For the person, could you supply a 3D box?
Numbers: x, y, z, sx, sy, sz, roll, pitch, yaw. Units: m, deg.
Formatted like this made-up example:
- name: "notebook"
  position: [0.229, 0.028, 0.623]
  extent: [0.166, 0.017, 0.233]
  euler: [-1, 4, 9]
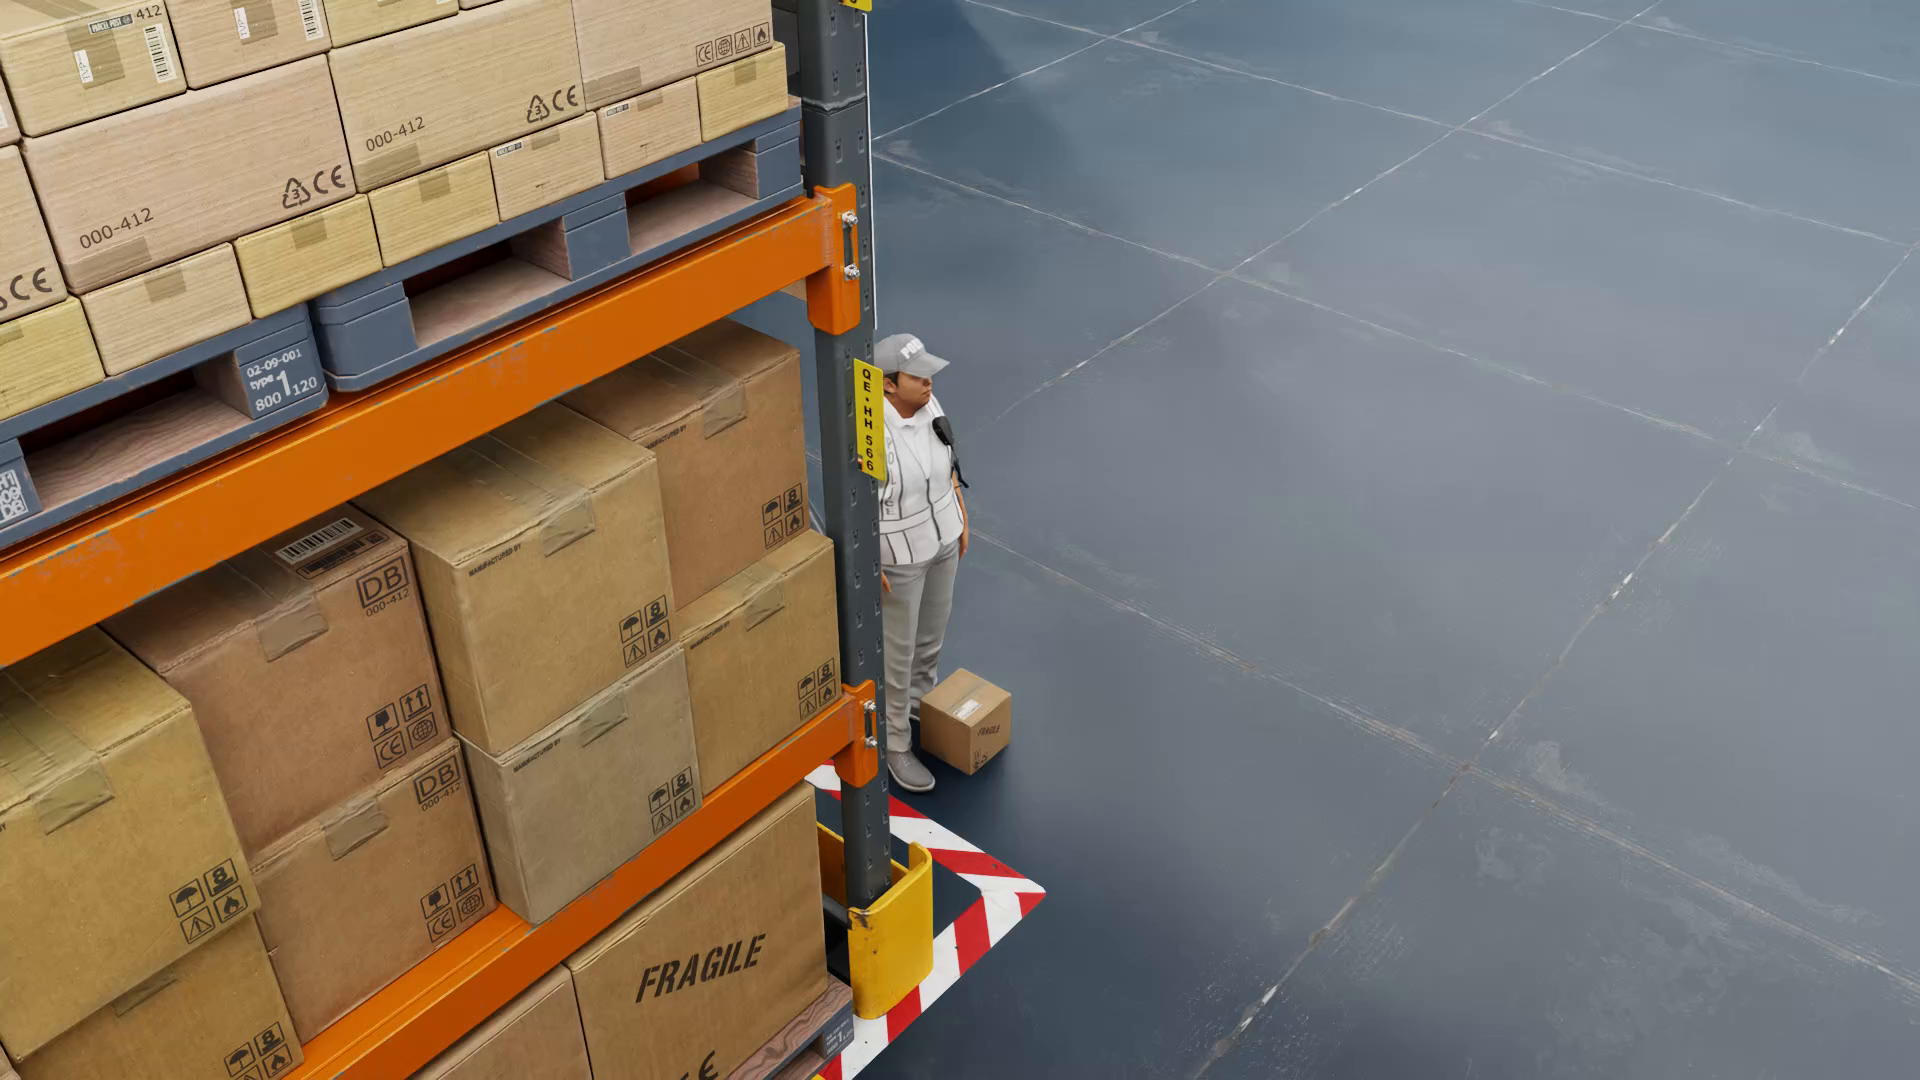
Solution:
- name: "person"
  position: [-0.149, 0.059, 6.042]
  extent: [0.529, 1.670, 0.597]
  euler: [27, 43, 33]
